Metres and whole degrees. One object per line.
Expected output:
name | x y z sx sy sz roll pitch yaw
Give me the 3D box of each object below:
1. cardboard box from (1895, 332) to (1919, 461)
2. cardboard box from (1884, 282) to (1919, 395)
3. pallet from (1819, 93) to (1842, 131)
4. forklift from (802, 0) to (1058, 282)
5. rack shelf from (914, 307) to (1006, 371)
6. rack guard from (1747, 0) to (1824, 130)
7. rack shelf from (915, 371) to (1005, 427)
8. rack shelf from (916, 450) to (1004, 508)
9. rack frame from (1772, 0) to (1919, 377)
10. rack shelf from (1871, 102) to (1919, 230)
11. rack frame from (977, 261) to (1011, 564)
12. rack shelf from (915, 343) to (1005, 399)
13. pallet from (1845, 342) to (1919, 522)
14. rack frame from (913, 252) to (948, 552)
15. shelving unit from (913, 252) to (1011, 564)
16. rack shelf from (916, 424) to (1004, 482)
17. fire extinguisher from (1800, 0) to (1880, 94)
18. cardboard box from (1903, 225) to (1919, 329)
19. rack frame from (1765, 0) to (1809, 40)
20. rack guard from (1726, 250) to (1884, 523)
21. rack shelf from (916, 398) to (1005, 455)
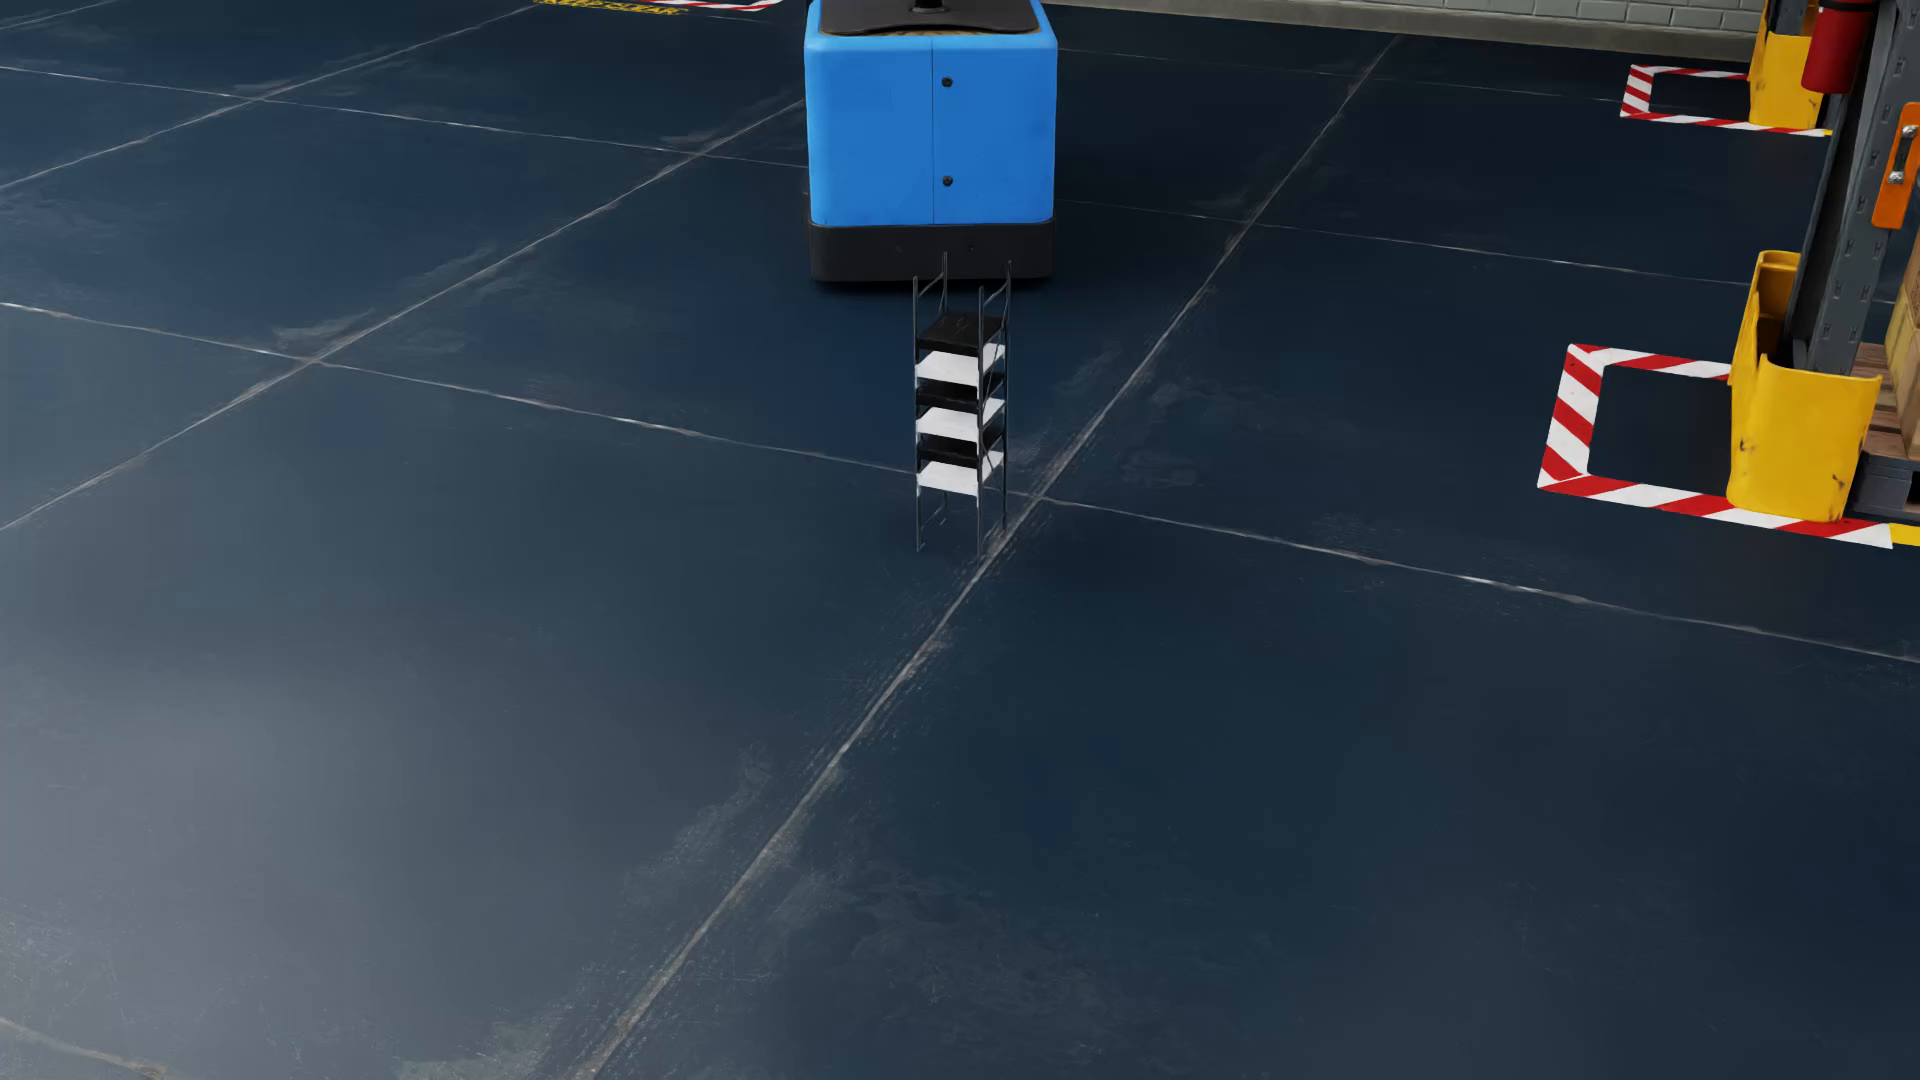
cardboard box | 3.324 -0.429 5.328 0.500 0.250 0.500 11 31 19
cardboard box | 3.518 -0.665 5.746 0.500 0.250 0.500 11 31 19
pallet | 5.579 -2.509 9.474 1.213 0.211 1.003 11 31 19
forklift | -0.187 -3.060 7.685 1.130 2.935 3.031 -1 30 -3
rack shelf | 0.008 -0.596 4.909 0.200 0.077 0.258 11 31 19
rack guard | 4.840 -2.801 9.698 0.348 0.500 1.175 11 31 19
rack shelf | 0.008 -0.440 4.998 0.200 0.077 0.258 11 31 19
rack shelf | 0.008 -0.205 5.131 0.200 0.077 0.258 11 31 19
rack frame | 2.910 -1.644 5.110 0.127 3.000 1.000 11 31 19
rack shelf | 4.764 -0.961 4.632 4.000 0.370 1.077 11 31 19
rack frame | 0.102 -0.371 4.993 0.006 0.900 0.240 11 31 19
rack shelf | 0.008 -0.518 4.954 0.200 0.077 0.258 11 31 19
pallet | 3.635 -0.308 5.580 1.213 0.211 1.003 11 31 19
rack frame | -0.087 -0.409 5.059 0.006 0.900 0.240 11 31 19
shelving unit | 0.008 -0.390 5.026 0.210 0.900 0.258 11 31 19
rack shelf | 0.008 -0.283 5.087 0.200 0.077 0.258 11 31 19
fire extinguisher | 2.976 -1.844 5.543 0.183 0.674 0.296 11 31 19
cardboard box | 3.519 -0.993 5.563 0.500 0.500 0.500 11 31 19
rack frame | 4.769 -3.903 9.107 0.127 3.000 1.000 11 31 19
rack guard | 2.888 -0.560 5.733 0.348 0.500 1.175 11 31 19
rack shelf | 0.008 -0.361 5.042 0.200 0.077 0.258 11 31 19
